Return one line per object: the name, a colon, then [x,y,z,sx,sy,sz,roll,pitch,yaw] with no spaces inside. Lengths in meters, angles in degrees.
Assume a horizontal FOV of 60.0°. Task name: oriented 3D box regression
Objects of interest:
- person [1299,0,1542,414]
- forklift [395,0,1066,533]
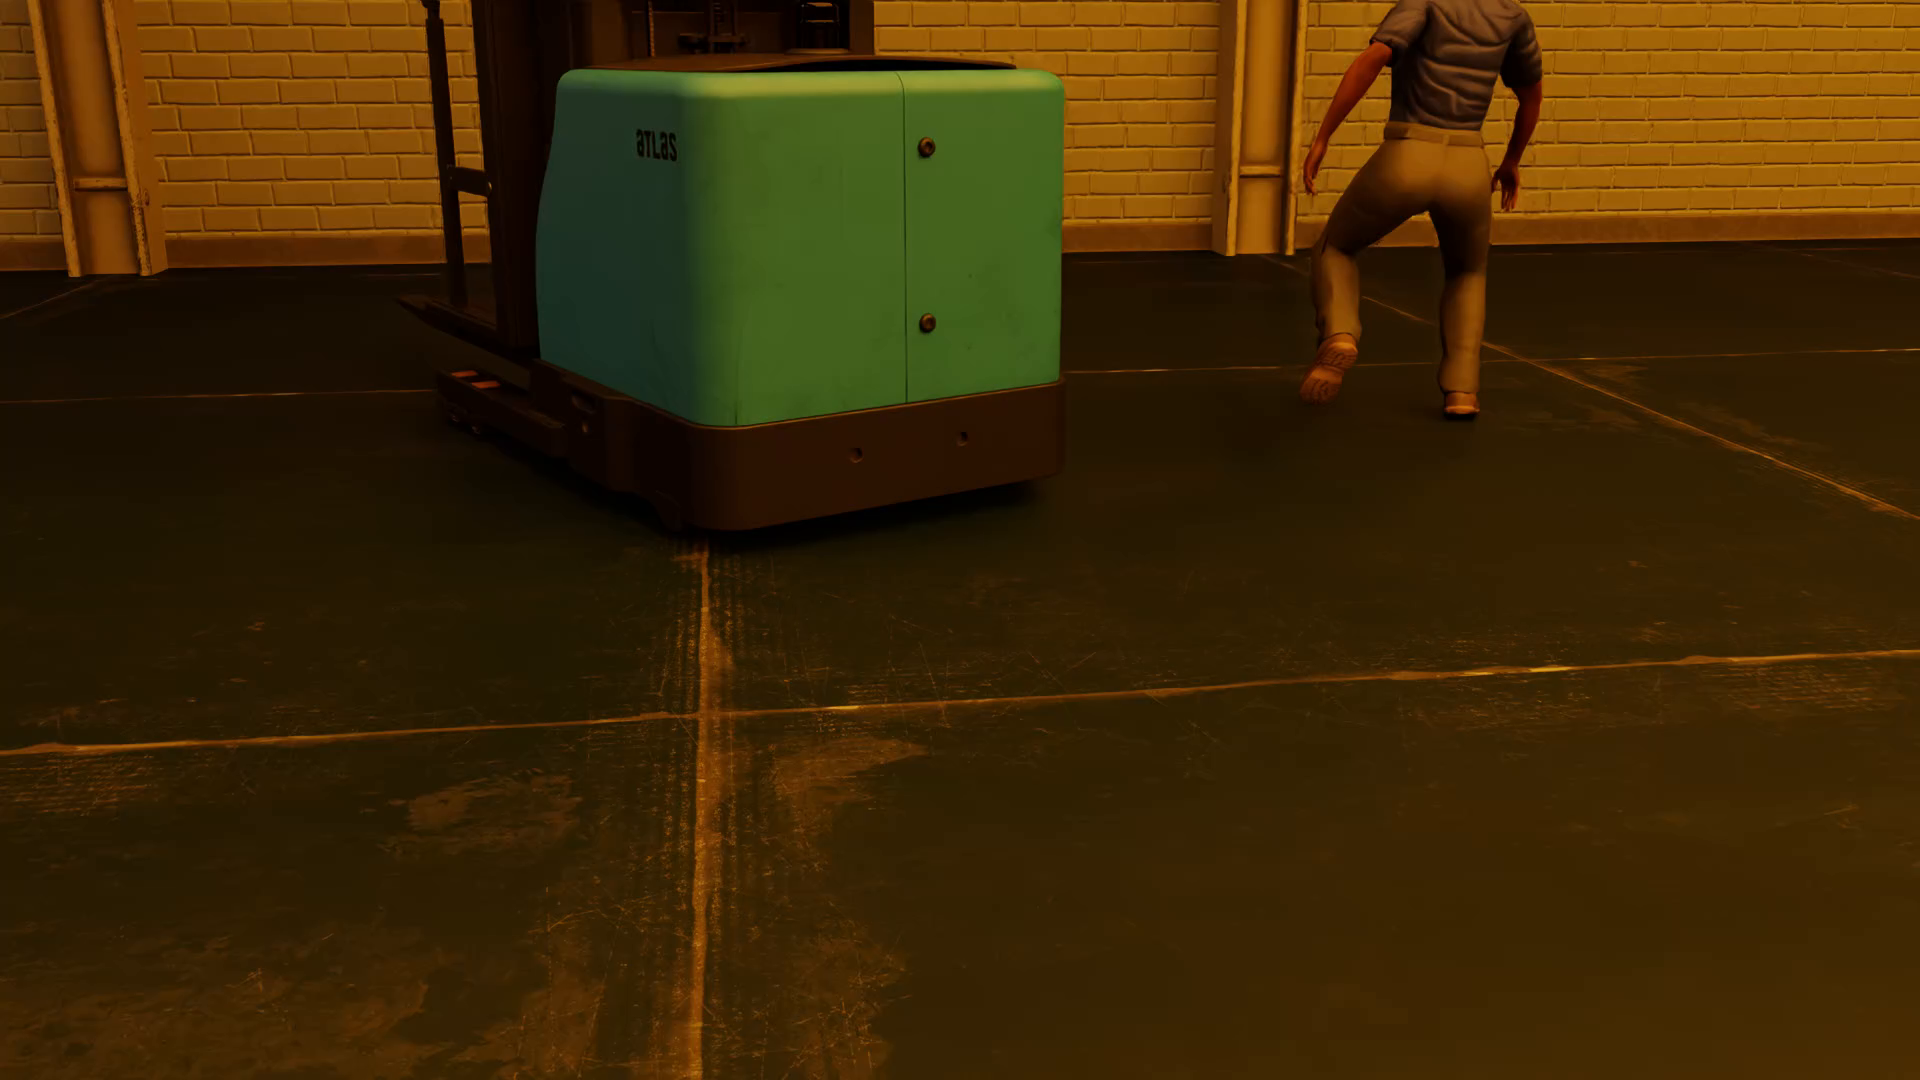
person: [1.397,-1.126,5.081,0.799,1.553,0.509,-1,17,-3]
forklift: [-0.972,-1.788,4.821,1.130,2.935,3.031,-11,20,-33]
